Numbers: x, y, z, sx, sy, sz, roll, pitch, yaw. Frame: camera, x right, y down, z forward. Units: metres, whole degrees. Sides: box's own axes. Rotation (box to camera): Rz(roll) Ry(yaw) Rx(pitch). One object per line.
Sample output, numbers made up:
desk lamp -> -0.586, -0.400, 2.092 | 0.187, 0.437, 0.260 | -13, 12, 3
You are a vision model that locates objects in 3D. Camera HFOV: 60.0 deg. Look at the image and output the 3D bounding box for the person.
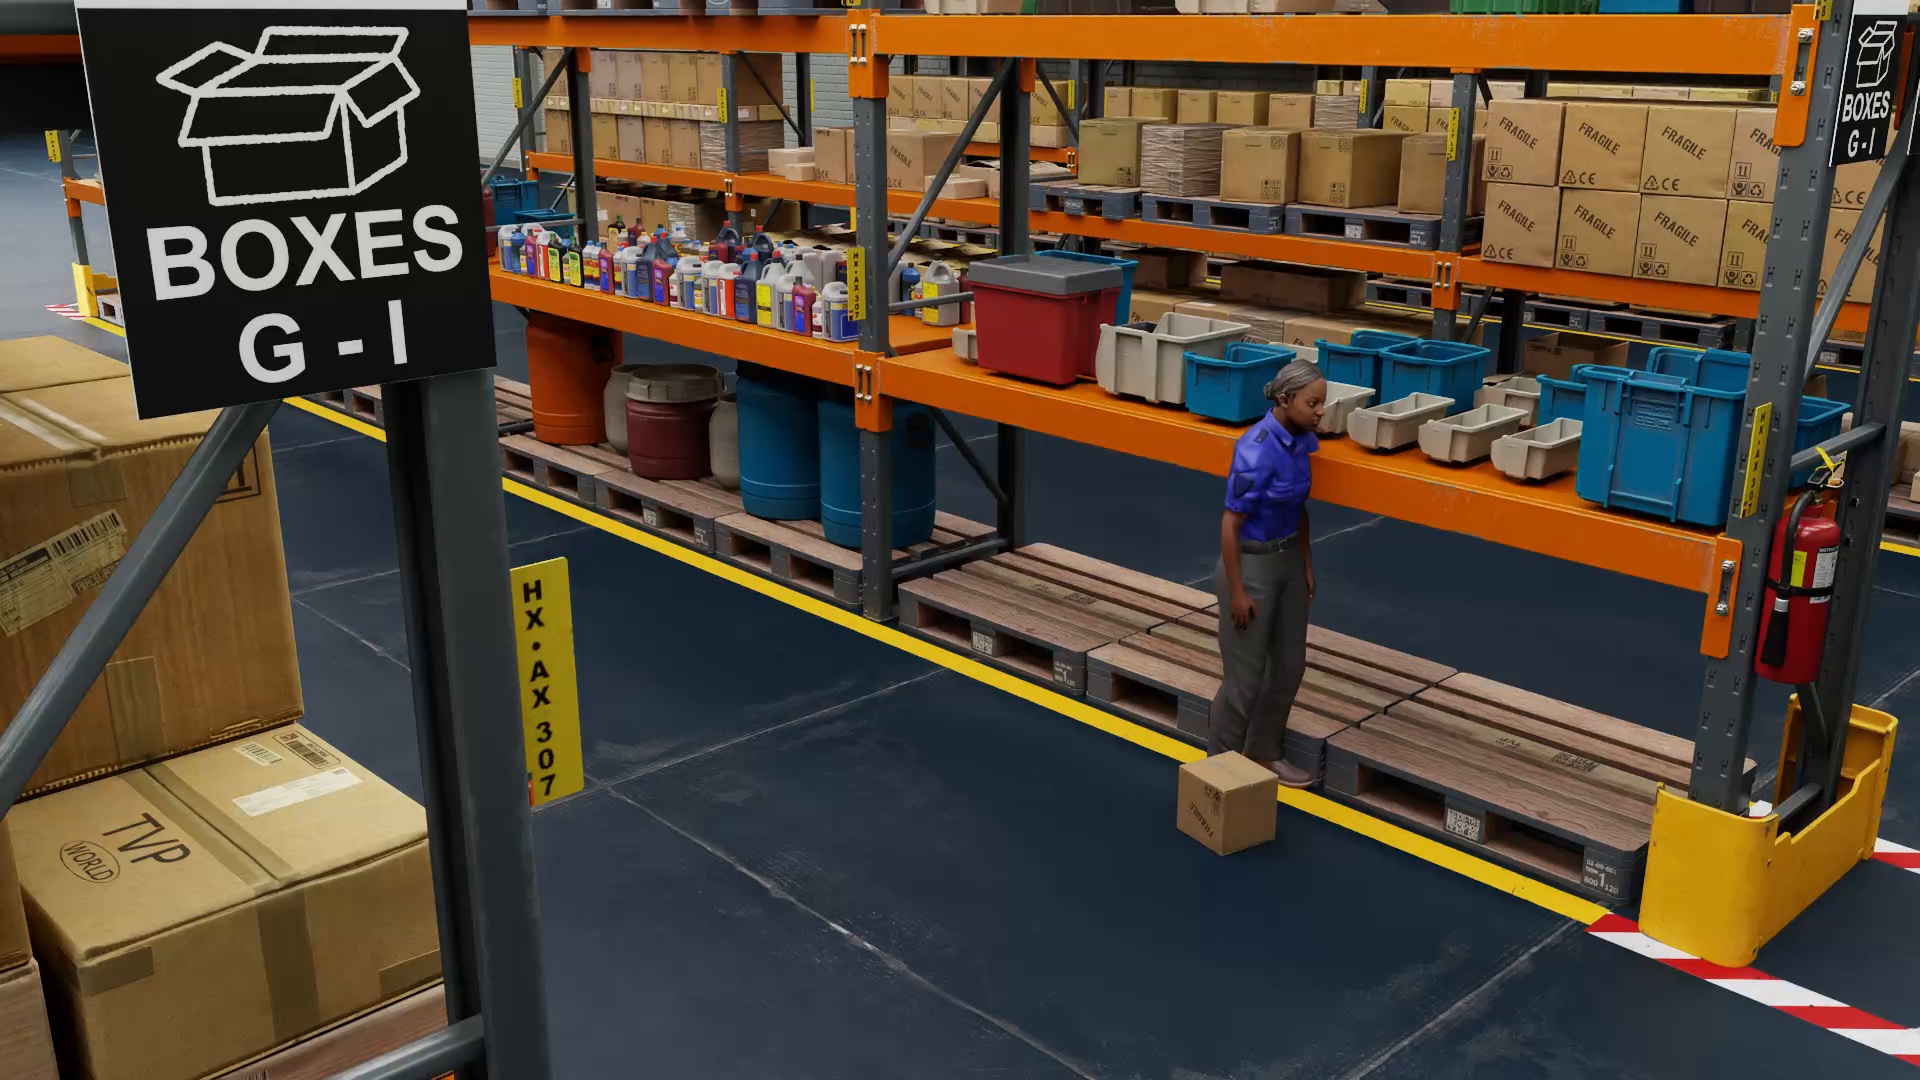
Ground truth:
person -> 1.128, 0.149, 6.083 | 0.521, 1.654, 0.352 | -17, 24, -42
